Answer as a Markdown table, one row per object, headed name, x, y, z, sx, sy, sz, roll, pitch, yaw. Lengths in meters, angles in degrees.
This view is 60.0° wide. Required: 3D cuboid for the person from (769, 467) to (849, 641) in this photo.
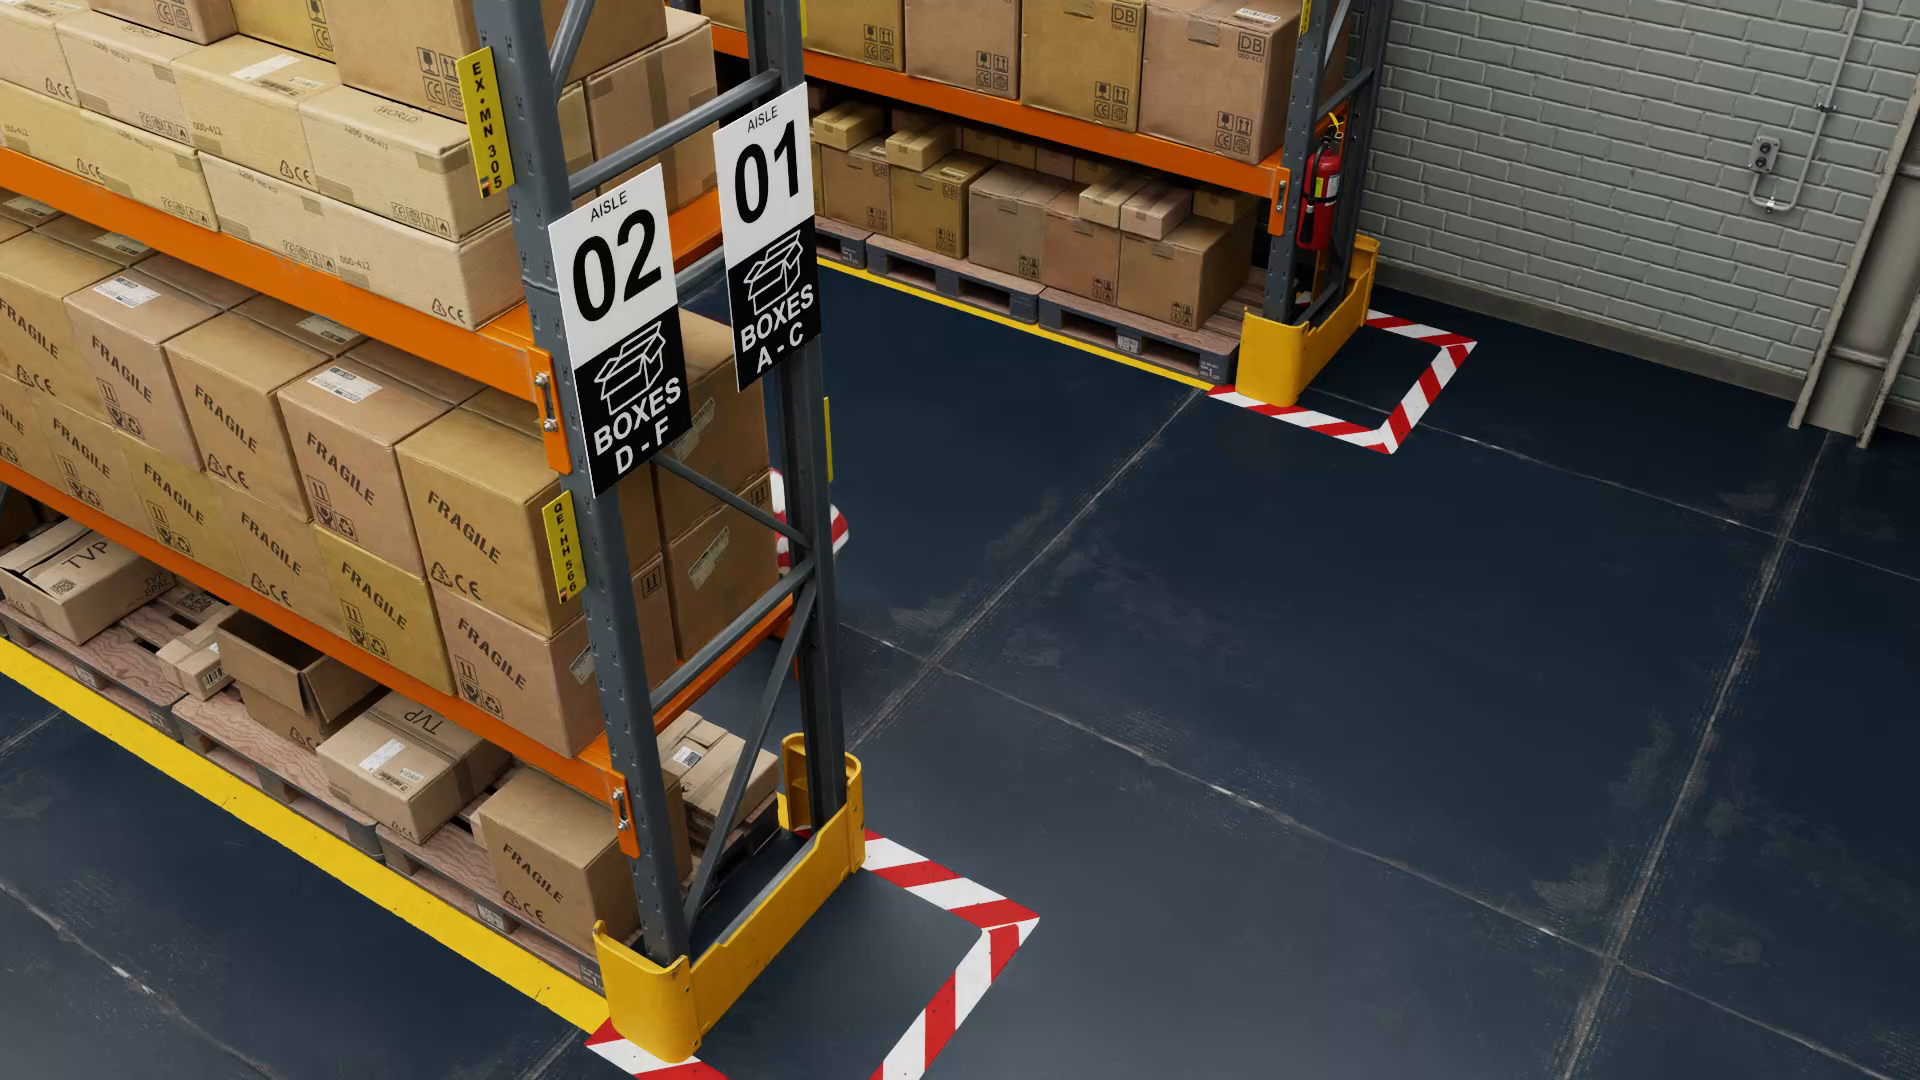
| name | x | y | z | sx | sy | sz | roll | pitch | yaw |
| --- | --- | --- | --- | --- | --- | --- | --- | --- | --- |
| person | -0.958 | 0.009 | 7.517 | 0.941 | 0.830 | 0.536 | 21 | 43 | 24 |
